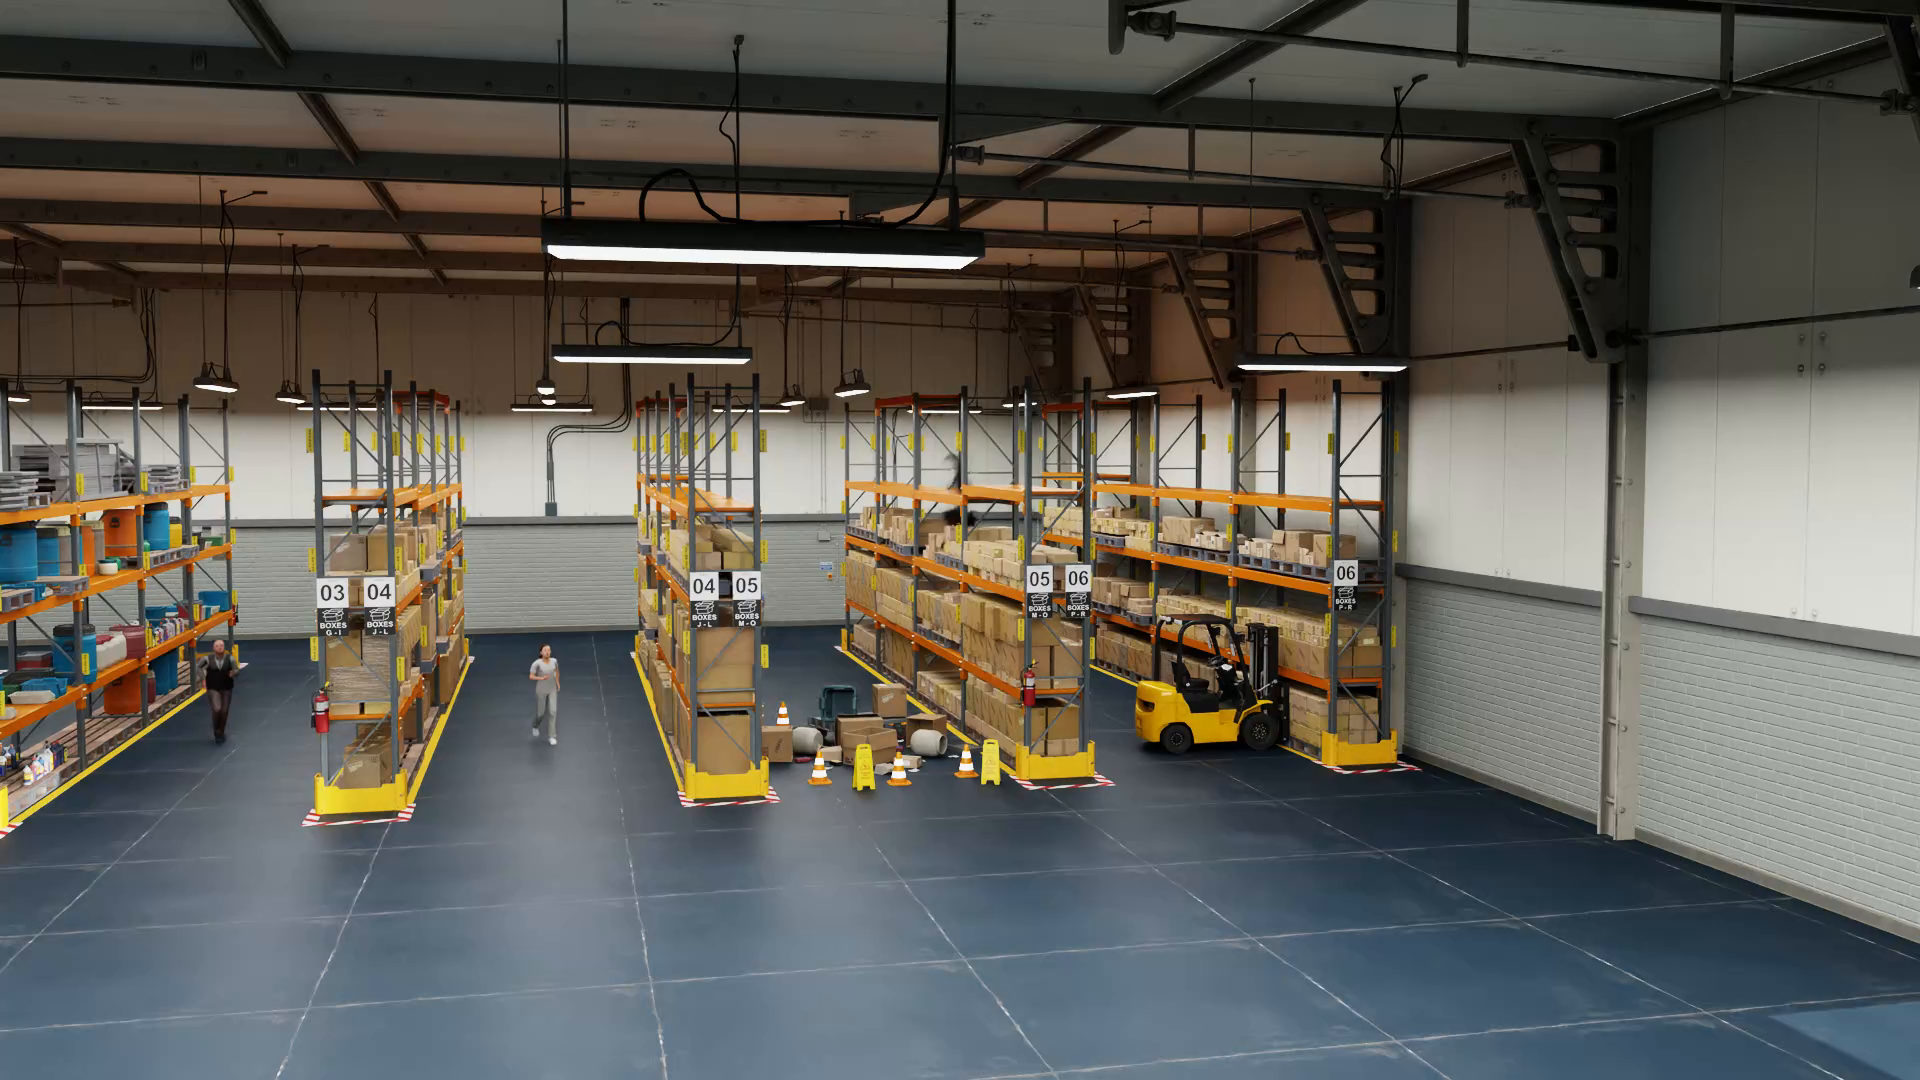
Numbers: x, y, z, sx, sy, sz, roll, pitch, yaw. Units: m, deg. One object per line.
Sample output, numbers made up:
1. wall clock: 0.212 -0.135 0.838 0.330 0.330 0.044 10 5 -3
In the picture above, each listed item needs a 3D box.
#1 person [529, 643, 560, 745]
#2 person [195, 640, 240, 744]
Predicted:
1. person: -6.935 2.546 27.796 0.581 1.655 0.904 -2 4 -34
2. person: -12.426 2.551 27.890 0.657 1.756 0.797 -2 4 -33
